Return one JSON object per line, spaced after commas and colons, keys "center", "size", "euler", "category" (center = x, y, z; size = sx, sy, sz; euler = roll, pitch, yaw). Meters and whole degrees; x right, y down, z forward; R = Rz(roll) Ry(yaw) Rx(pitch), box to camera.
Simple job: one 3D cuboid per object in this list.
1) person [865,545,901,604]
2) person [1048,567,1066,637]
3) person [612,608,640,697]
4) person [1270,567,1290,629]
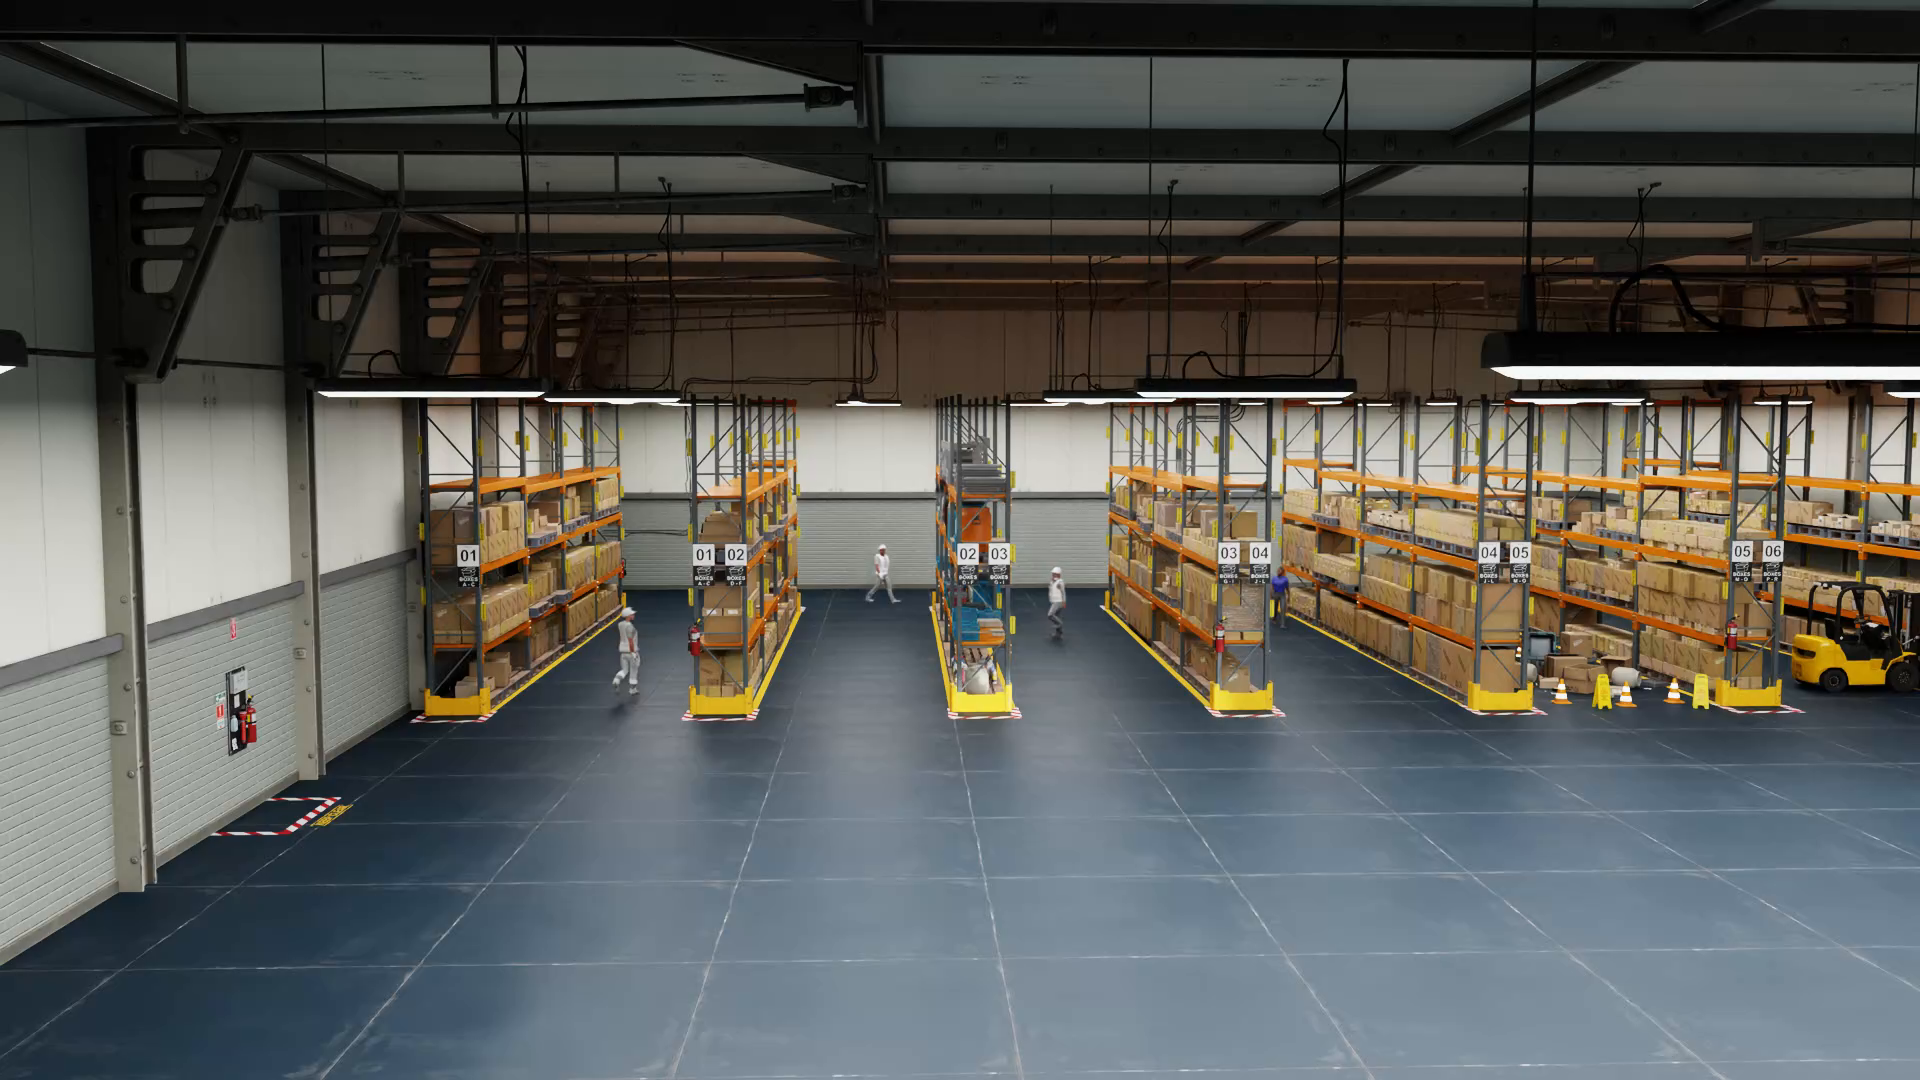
{"center": [-2.261, 1.015, 48.896], "size": [1.061, 1.746, 0.692], "euler": [1, 5, 17], "category": "person"}
{"center": [2.343, 1.562, 41.504], "size": [0.510, 1.769, 0.596], "euler": [-1, 5, -18], "category": "person"}
{"center": [-6.619, 2.231, 32.977], "size": [0.522, 1.779, 0.725], "euler": [3, 5, 30], "category": "person"}
{"center": [8.356, 1.495, 43.482], "size": [0.539, 1.608, 0.950], "euler": [0, 5, 6], "category": "person"}
